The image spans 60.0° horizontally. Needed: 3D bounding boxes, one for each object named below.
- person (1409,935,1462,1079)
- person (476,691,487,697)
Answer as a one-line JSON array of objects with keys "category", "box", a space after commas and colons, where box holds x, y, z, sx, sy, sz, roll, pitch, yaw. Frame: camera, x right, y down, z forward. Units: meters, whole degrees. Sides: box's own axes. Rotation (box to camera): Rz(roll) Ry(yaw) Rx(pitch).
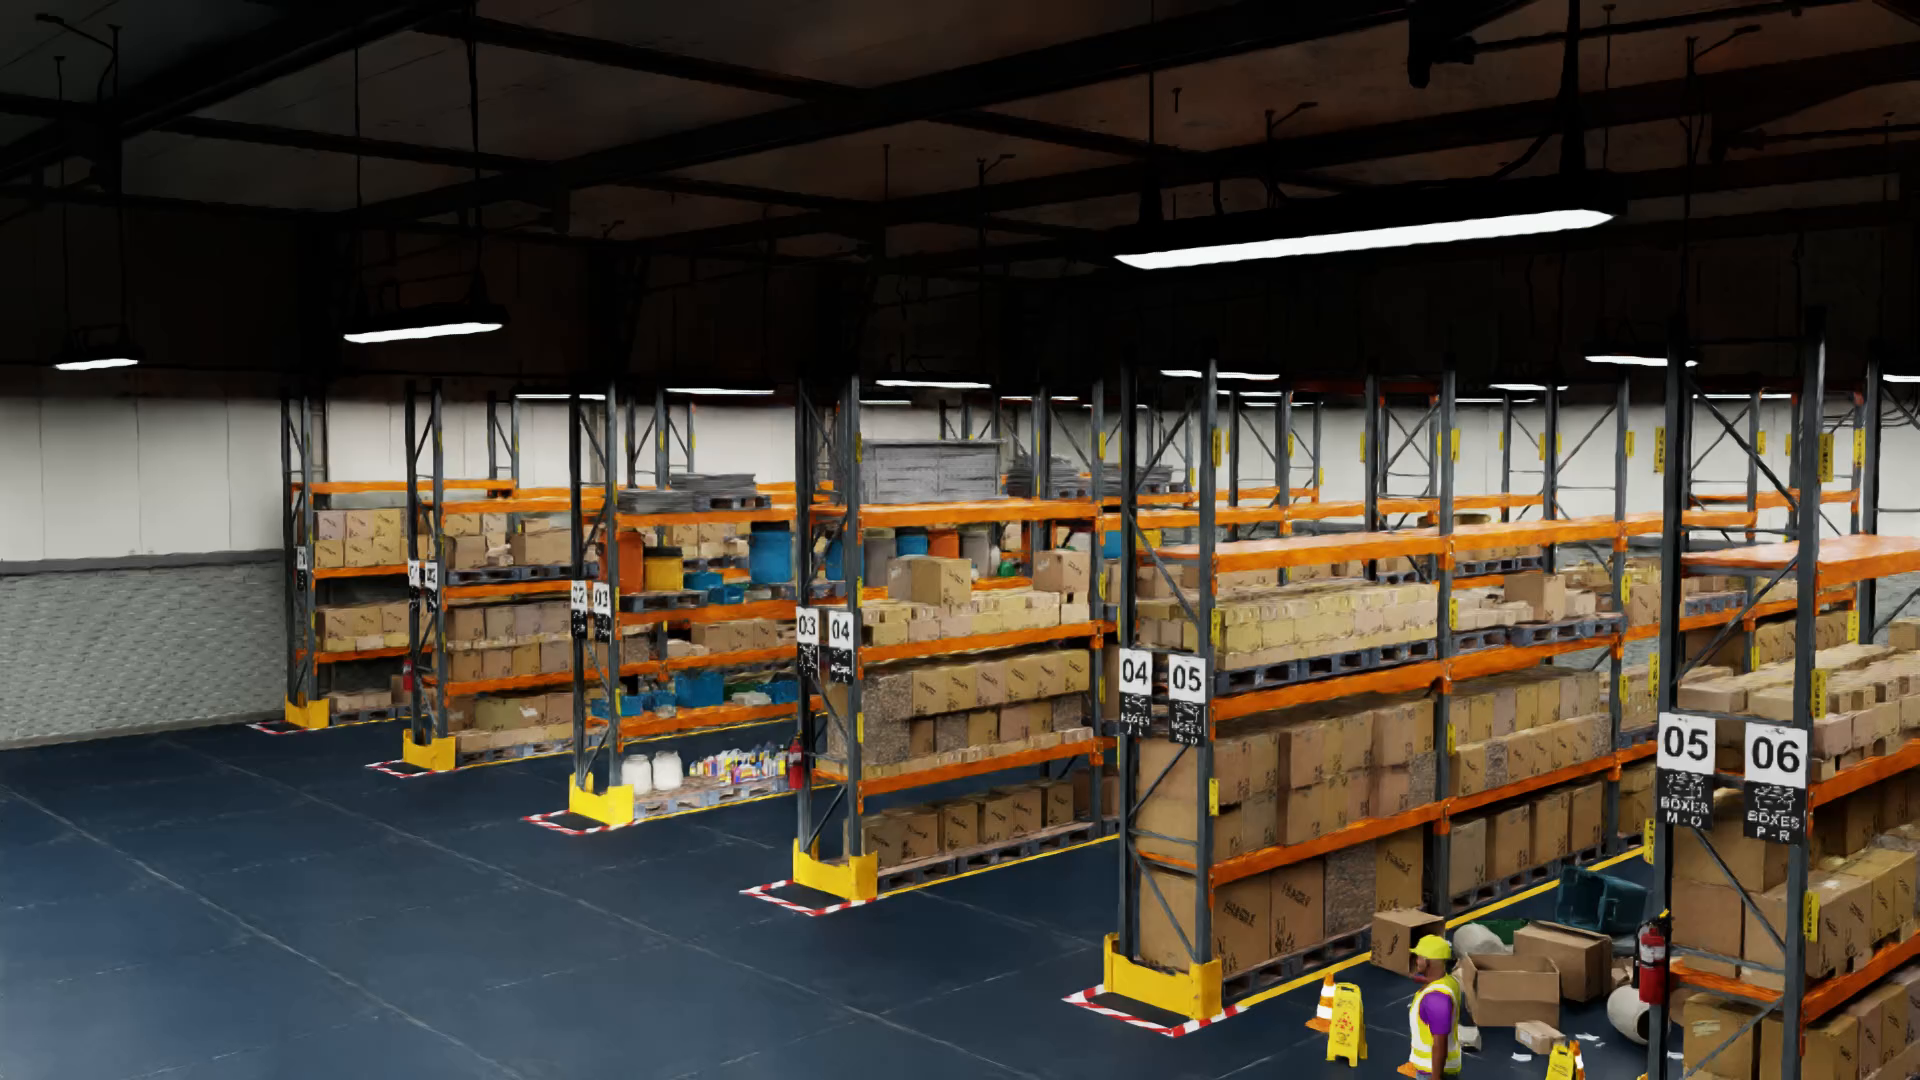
[{"category": "person", "box": [3.299, 3.572, 11.295, 0.550, 1.758, 0.662, 1, 4, 18]}, {"category": "person", "box": [-8.447, 2.520, 29.390, 0.569, 1.514, 0.774, 2, 4, 28]}]
